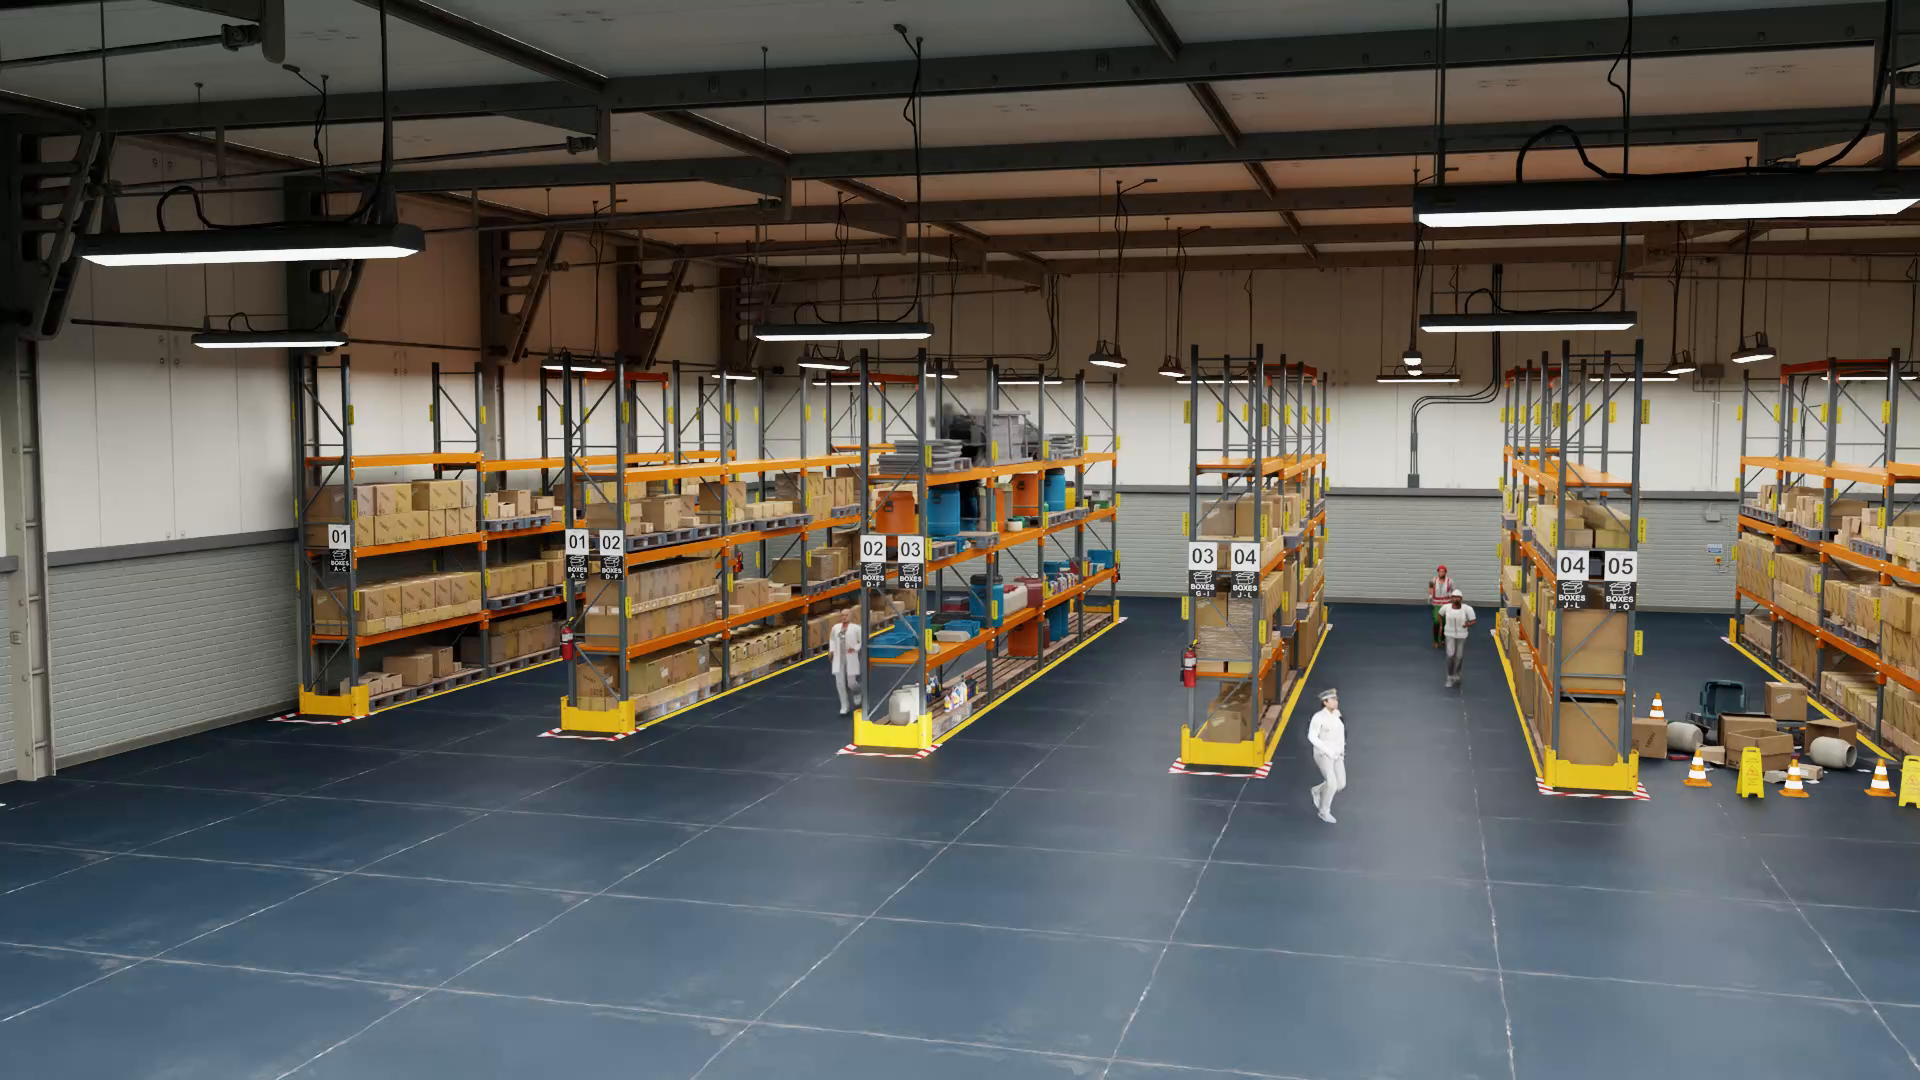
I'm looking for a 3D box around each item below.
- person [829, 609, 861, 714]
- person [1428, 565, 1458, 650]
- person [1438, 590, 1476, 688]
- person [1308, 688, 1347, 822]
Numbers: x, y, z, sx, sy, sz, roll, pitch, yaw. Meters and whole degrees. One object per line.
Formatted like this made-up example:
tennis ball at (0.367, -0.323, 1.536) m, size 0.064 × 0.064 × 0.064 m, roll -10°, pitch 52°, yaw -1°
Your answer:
person at (-1.902, 2.028, 28.012) m, size 0.709 × 1.742 × 0.798 m, roll 1°, pitch 4°, yaw 15°
person at (10.344, 1.445, 35.639) m, size 0.630 × 1.826 × 0.761 m, roll 1°, pitch 5°, yaw 18°
person at (9.206, 1.824, 30.811) m, size 0.678 × 1.828 × 0.775 m, roll 1°, pitch 4°, yaw 14°
person at (4.538, 2.650, 20.597) m, size 0.653 × 1.669 × 0.571 m, roll -3°, pitch 5°, yaw -37°
